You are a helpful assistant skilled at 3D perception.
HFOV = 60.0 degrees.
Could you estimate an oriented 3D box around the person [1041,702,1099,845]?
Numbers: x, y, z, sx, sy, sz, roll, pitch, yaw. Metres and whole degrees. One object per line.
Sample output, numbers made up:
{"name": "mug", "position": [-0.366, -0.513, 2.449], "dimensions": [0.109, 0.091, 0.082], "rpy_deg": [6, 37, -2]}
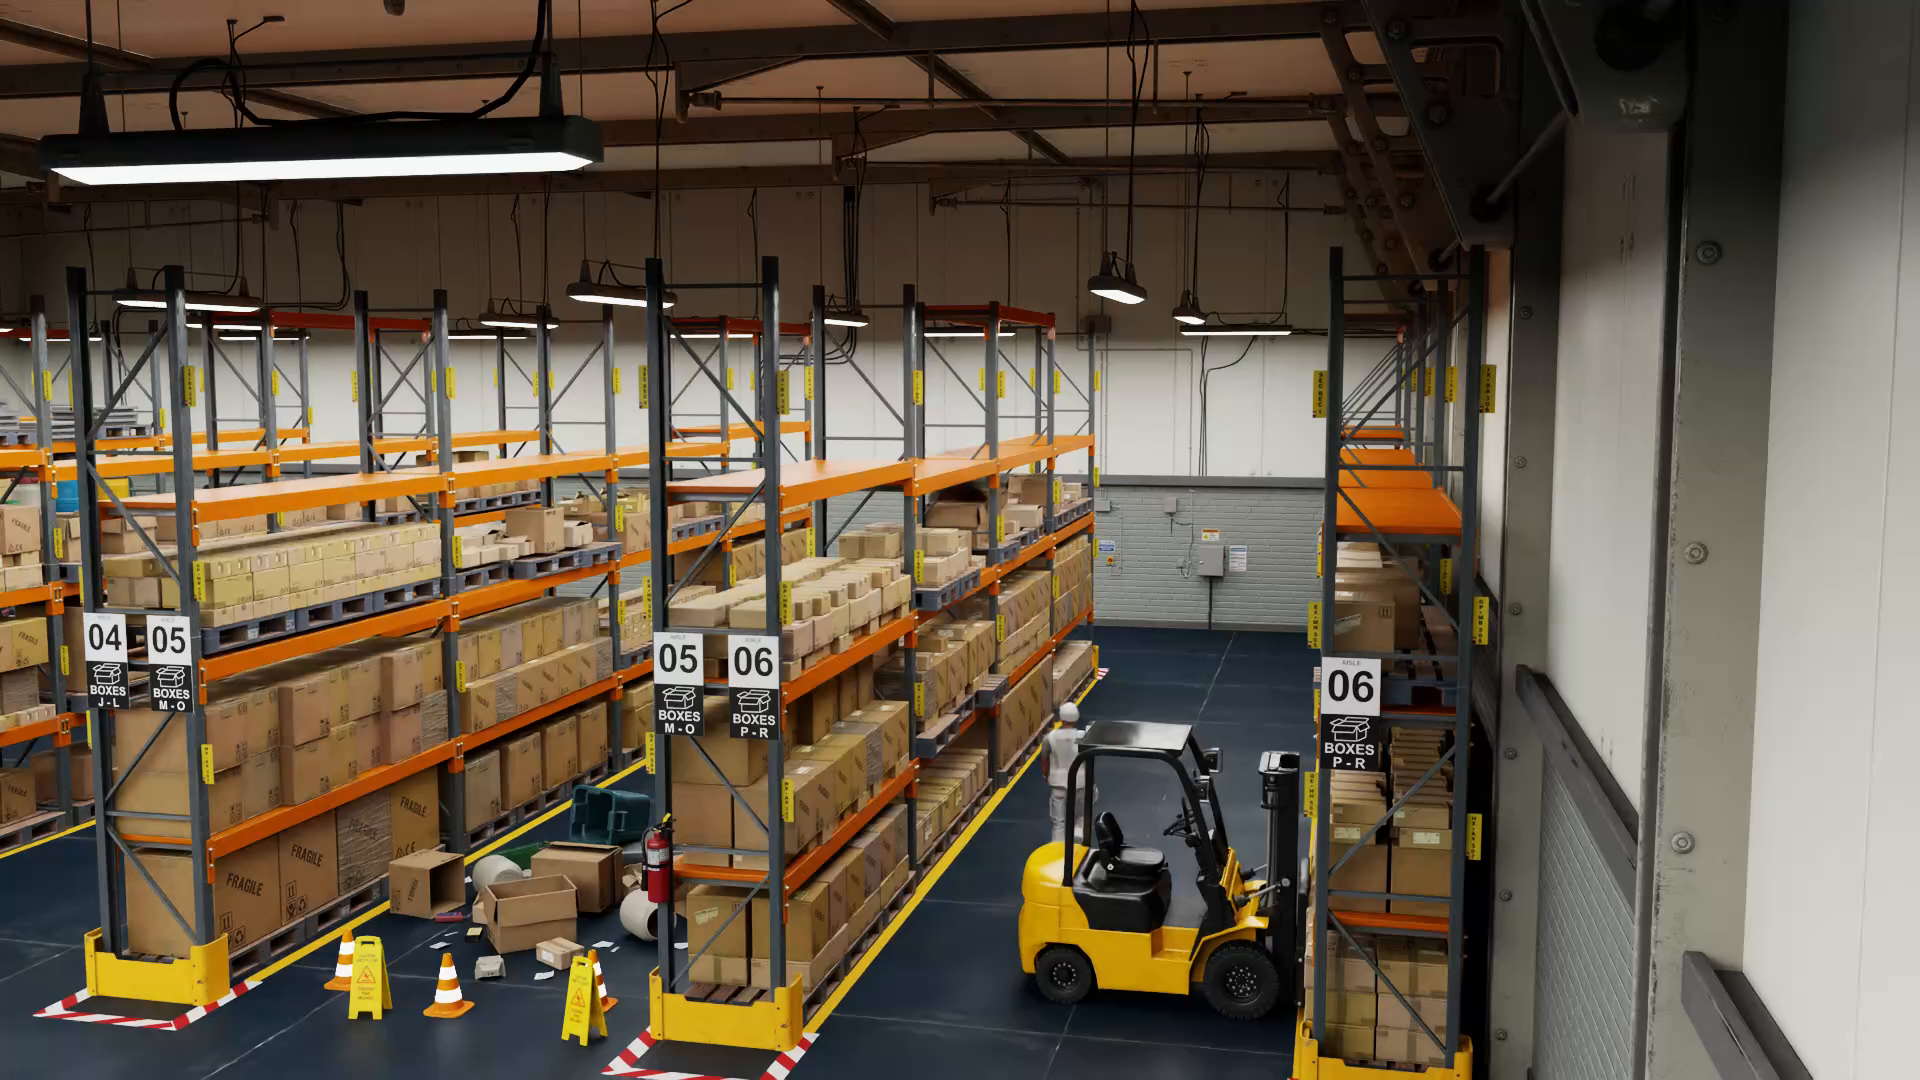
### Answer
{"name": "person", "position": [1.122, 2.546, 17.071], "dimensions": [0.612, 1.806, 0.558], "rpy_deg": [1, 6, 12]}
